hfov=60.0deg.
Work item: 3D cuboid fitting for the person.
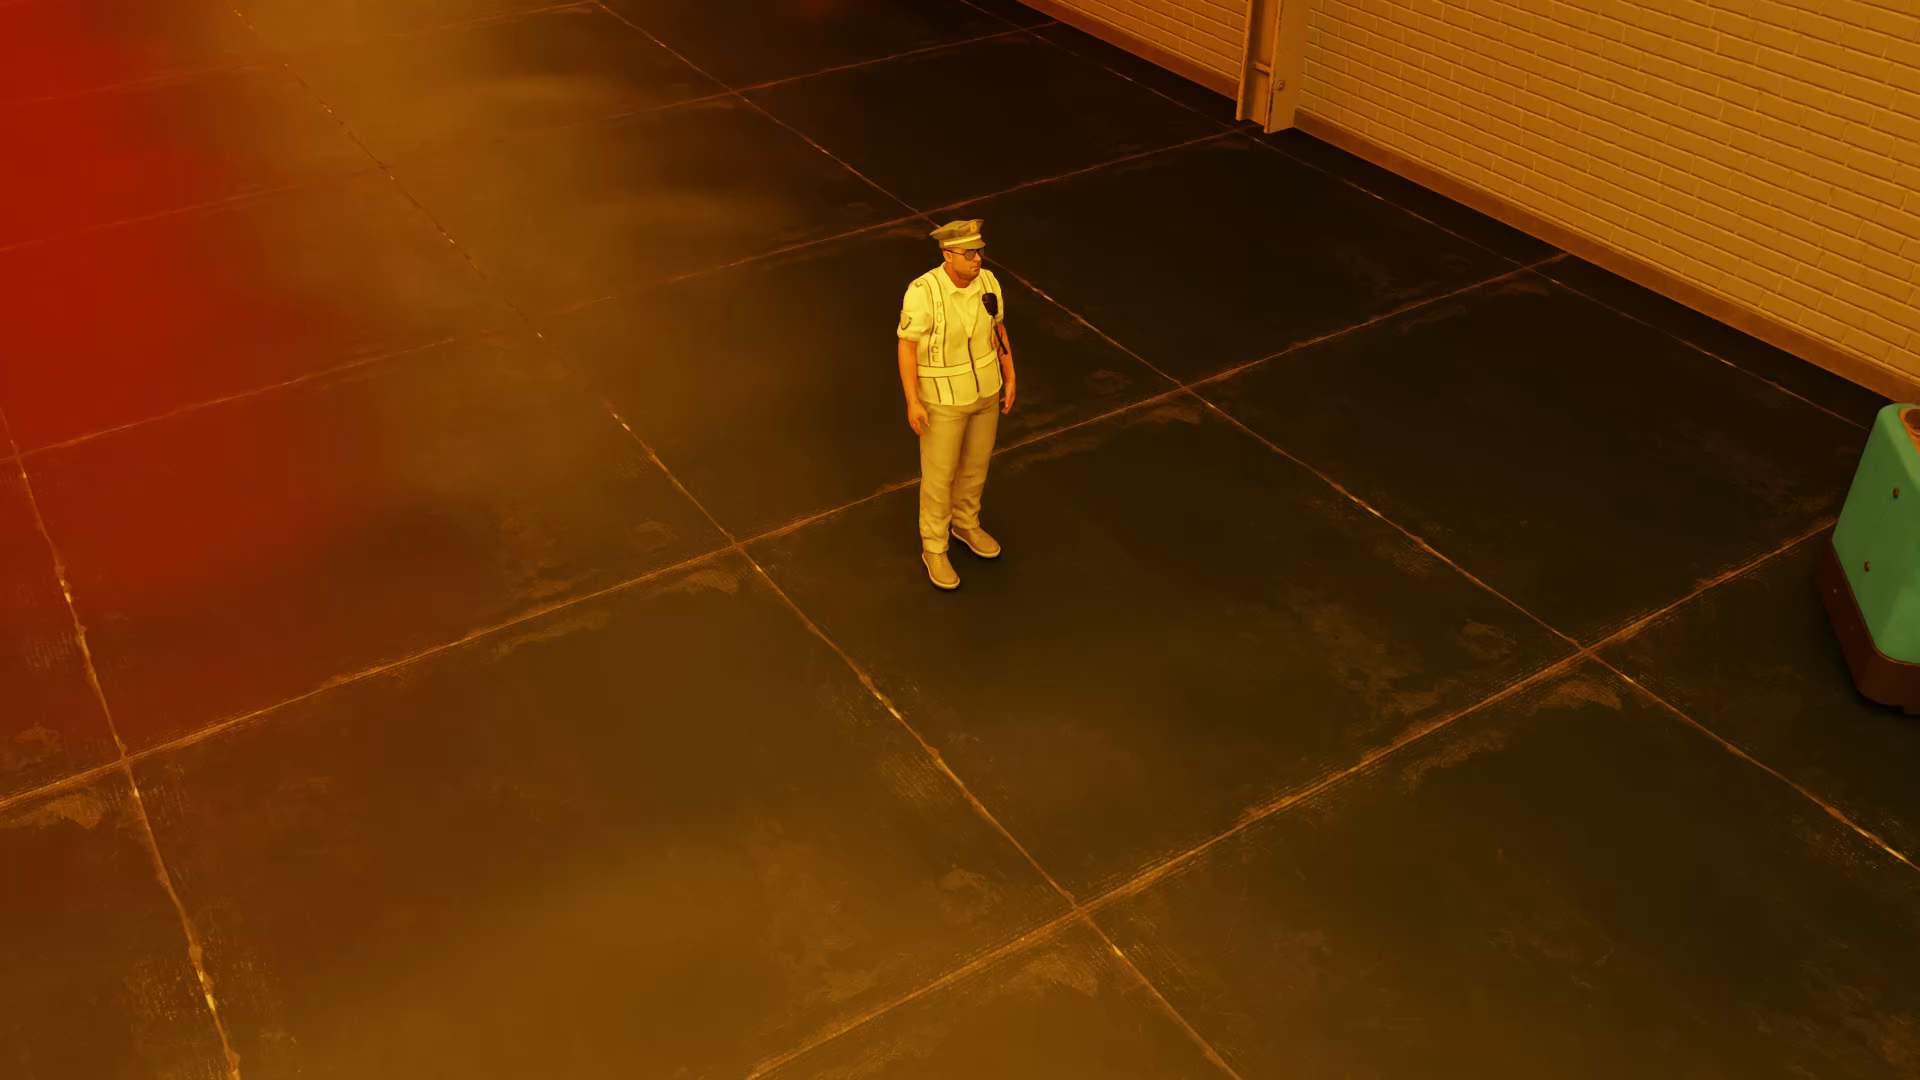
[{"bbox_3d":[0.033,-0.694,8.121,0.641,1.780,0.573,-21,40,-27],"label":"person"}]

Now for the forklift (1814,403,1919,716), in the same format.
[{"bbox_3d":[5.669,-0.541,6.918,3.031,2.935,1.130,6,36,9],"label":"forklift"}]
